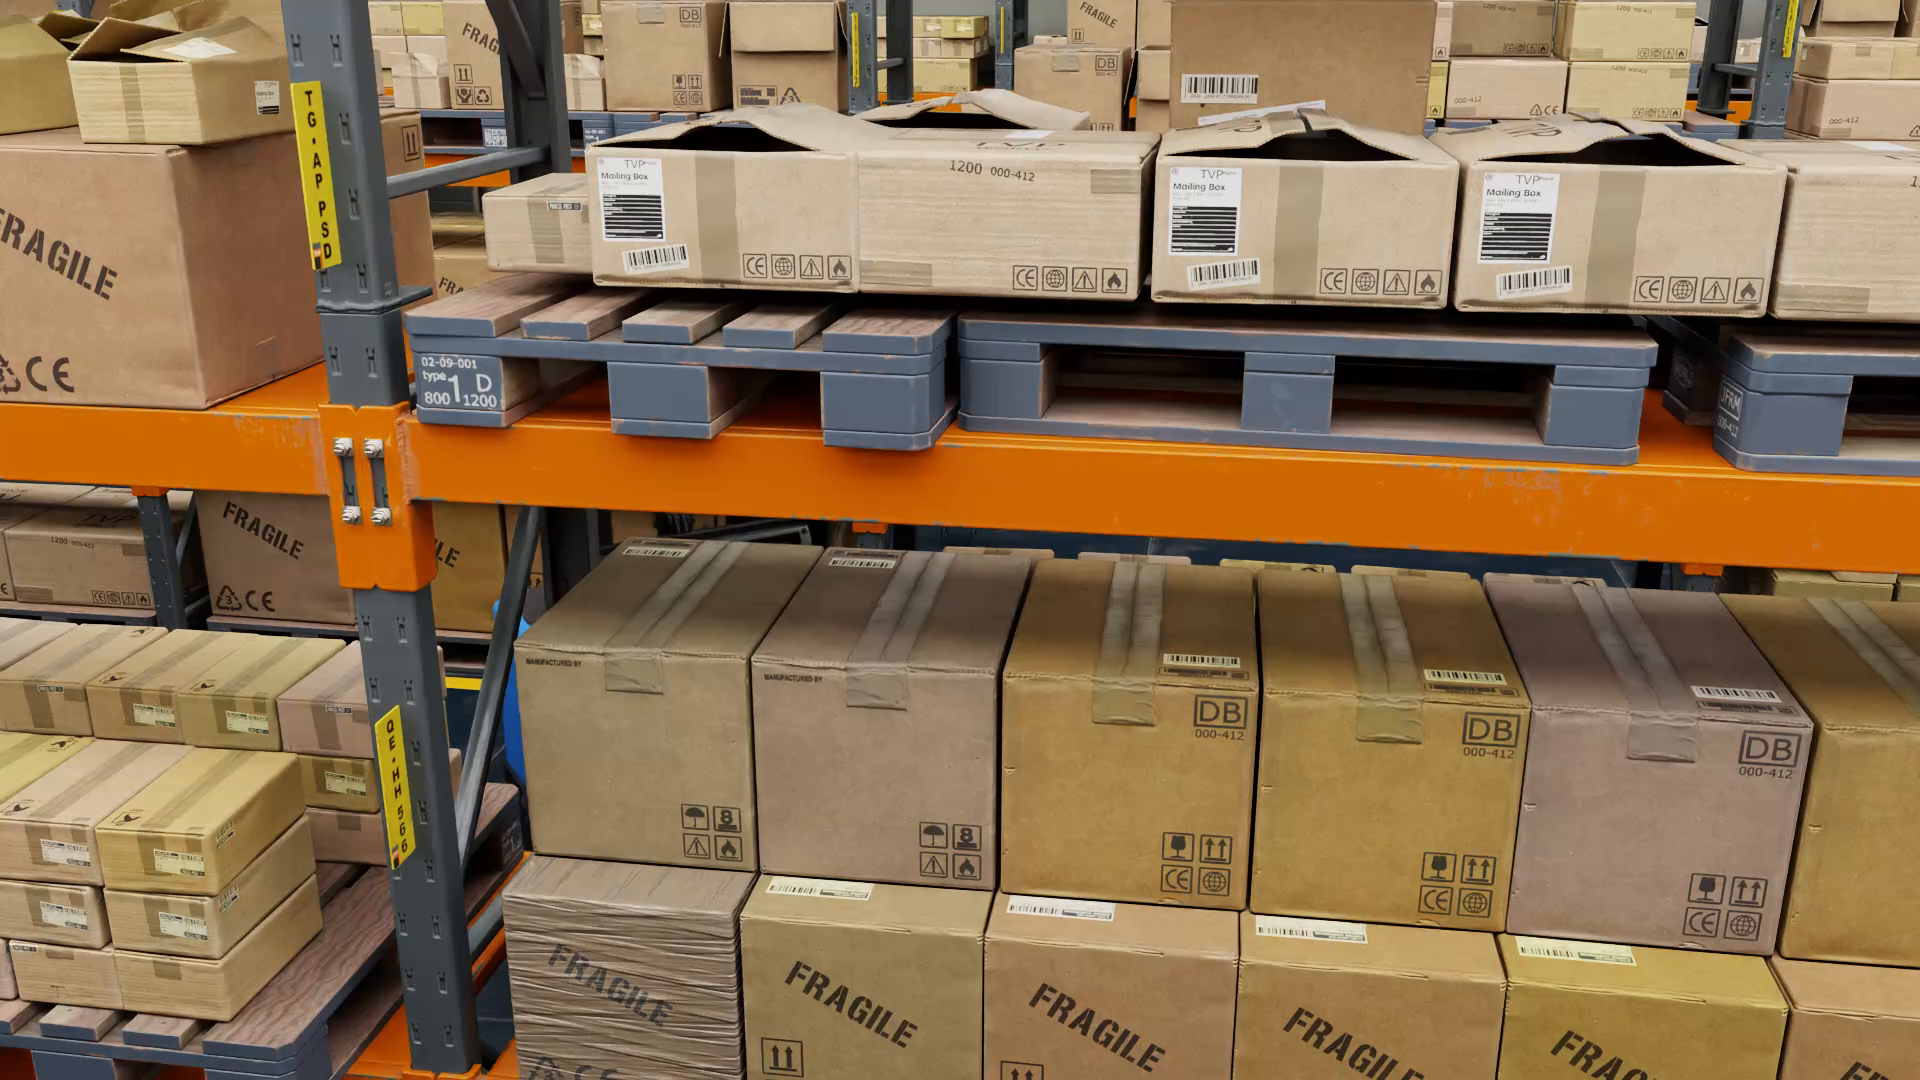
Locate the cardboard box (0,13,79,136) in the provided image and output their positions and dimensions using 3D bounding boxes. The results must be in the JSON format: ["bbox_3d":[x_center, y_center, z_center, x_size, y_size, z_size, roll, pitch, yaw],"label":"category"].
[{"bbox_3d":[-2.016,-0.950,3.323,0.258,0.266,0.396,3,19,9],"label":"cardboard box"}]

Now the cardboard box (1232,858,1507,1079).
[{"bbox_3d":[0.825,0.979,3.492,0.500,0.500,0.500,3,19,8],"label":"cardboard box"}]

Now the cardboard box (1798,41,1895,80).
[{"bbox_3d":[3.827,-2.075,7.188,0.250,0.149,0.380,3,19,8],"label":"cardboard box"}]

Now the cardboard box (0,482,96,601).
[{"bbox_3d":[-5.818,-0.008,9.976,0.875,0.438,0.875,2,19,7],"label":"cardboard box"}]

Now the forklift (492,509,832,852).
[{"bbox_3d":[-0.871,0.198,6.093,1.130,2.935,3.031,-10,21,-28],"label":"forklift"}]

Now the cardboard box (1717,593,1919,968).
[{"bbox_3d":[1.883,0.475,3.424,0.500,0.500,0.700,3,19,8],"label":"cardboard box"}]

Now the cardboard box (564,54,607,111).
[{"bbox_3d":[-1.797,-2.230,8.064,0.258,0.266,0.396,2,19,7],"label":"cardboard box"}]

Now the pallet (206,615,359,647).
[{"bbox_3d":[-3.557,0.424,9.704,1.213,0.211,1.003,3,19,9],"label":"pallet"}]

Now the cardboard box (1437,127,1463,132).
[{"bbox_3d":[1.069,-0.721,3.397,0.258,0.266,0.396,3,19,9],"label":"cardboard box"}]

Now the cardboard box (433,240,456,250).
[{"bbox_3d":[-2.941,-1.280,8.669,0.500,0.500,0.500,2,19,7],"label":"cardboard box"}]

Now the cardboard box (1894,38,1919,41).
[{"bbox_3d":[4.427,-2.215,7.608,0.250,0.149,0.380,3,19,10],"label":"cardboard box"}]

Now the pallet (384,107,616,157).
[{"bbox_3d":[-2.130,-2.117,8.472,1.213,0.211,1.003,4,19,11],"label":"pallet"}]

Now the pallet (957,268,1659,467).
[{"bbox_3d":[0.682,-0.419,3.397,1.213,0.211,1.003,4,19,11],"label":"pallet"}]

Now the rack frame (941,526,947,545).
[{"bbox_3d":[-0.108,-0.432,11.177,0.006,0.900,0.240,3,19,9],"label":"rack frame"}]

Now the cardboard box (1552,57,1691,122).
[{"bbox_3d":[2.968,-2.046,7.537,0.500,0.250,0.500,3,19,8],"label":"cardboard box"}]

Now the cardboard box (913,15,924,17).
[{"bbox_3d":[-0.407,-4.088,13.207,0.250,0.149,0.380,3,19,8],"label":"cardboard box"}]

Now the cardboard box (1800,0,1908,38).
[{"bbox_3d":[6.258,-3.654,11.785,0.637,0.503,0.797,4,19,10],"label":"cardboard box"}]

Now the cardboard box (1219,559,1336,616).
[{"bbox_3d":[1.652,0.440,8.739,0.625,0.372,0.950,4,19,10],"label":"cardboard box"}]

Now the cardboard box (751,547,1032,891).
[{"bbox_3d":[-0.126,0.372,3.729,0.500,0.500,0.700,3,19,8],"label":"cardboard box"}]

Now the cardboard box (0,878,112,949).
[{"bbox_3d":[-1.891,0.727,3.668,0.250,0.149,0.380,4,19,11],"label":"cardboard box"}]

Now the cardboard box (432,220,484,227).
[{"bbox_3d":[-4.089,-2.488,13.780,0.500,0.250,0.500,3,19,10],"label":"cardboard box"}]

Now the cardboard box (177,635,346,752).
[{"bbox_3d":[-1.758,0.384,4.223,0.250,0.149,0.380,2,19,7],"label":"cardboard box"}]

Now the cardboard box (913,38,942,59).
[{"bbox_3d":[-0.239,-3.770,12.724,0.250,0.149,0.380,2,19,7],"label":"cardboard box"}]

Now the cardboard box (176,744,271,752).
[{"bbox_3d":[-1.781,0.522,4.281,0.250,0.149,0.380,4,19,11],"label":"cardboard box"}]

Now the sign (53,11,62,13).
[{"bbox_3d":[-4.417,-2.445,8.217,0.005,0.325,0.100,3,19,9],"label":"sign"}]

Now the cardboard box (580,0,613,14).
[{"bbox_3d":[-2.968,-4.360,13.333,0.258,0.266,0.396,3,19,9],"label":"cardboard box"}]

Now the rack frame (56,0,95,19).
[{"bbox_3d":[-4.331,-3.759,8.355,0.127,3.000,1.000,3,19,9],"label":"rack frame"}]

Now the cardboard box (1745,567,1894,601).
[{"bbox_3d":[4.107,0.352,8.013,0.500,0.500,0.500,4,19,11],"label":"cardboard box"}]

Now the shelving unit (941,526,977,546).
[{"bbox_3d":[-0.008,-0.427,11.162,0.210,0.900,0.258,3,19,9],"label":"shelving unit"}]

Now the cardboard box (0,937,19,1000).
[{"bbox_3d":[-2.126,0.857,3.750,0.250,0.149,0.380,3,19,10],"label":"cardboard box"}]

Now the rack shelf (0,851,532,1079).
[{"bbox_3d":[-3.042,1.084,4.471,4.000,0.370,1.077,3,19,9],"label":"rack shelf"}]

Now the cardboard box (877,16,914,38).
[{"bbox_3d":[-0.498,-3.918,12.697,0.250,0.149,0.380,2,19,7],"label":"cardboard box"}]

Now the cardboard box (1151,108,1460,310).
[{"bbox_3d":[0.614,-0.627,3.044,0.500,0.311,0.500,3,19,8],"label":"cardboard box"}]

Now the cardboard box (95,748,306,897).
[{"bbox_3d":[-1.624,0.600,3.579,0.250,0.149,0.380,2,19,6],"label":"cardboard box"}]

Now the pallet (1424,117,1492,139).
[{"bbox_3d":[1.951,-1.960,8.004,1.003,0.211,1.213,3,19,9],"label":"pallet"}]

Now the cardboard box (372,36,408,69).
[{"bbox_3d":[-4.578,-3.930,13.363,0.500,0.250,0.500,2,19,7],"label":"cardboard box"}]

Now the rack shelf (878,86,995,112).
[{"bbox_3d":[-1.573,-3.450,13.293,4.000,0.370,1.077,3,19,9],"label":"rack shelf"}]

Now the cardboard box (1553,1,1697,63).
[{"bbox_3d":[2.975,-2.288,7.474,0.500,0.250,0.500,3,19,10],"label":"cardboard box"}]

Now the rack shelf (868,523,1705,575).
[{"bbox_3d":[1.593,-0.271,8.519,4.000,0.370,1.077,3,19,9],"label":"rack shelf"}]

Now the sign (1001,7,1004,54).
[{"bbox_3d":[0.314,-3.766,12.288,0.005,0.325,0.100,3,19,9],"label":"sign"}]

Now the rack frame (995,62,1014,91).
[{"bbox_3d":[0.402,-2.268,13.354,0.127,3.000,1.000,3,19,9],"label":"rack frame"}]

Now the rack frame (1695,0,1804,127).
[{"bbox_3d":[3.568,-3.356,7.152,0.127,3.000,1.000,3,19,9],"label":"rack frame"}]

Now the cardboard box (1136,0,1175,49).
[{"bbox_3d":[1.593,-3.877,12.460,0.500,0.500,0.700,3,19,8],"label":"cardboard box"}]

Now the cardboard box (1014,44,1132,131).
[{"bbox_3d":[0.553,-2.132,8.062,0.500,0.500,0.700,3,19,9],"label":"cardboard box"}]

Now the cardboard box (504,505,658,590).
[{"bbox_3d":[-1.930,-0.011,9.296,0.875,0.875,0.875,3,19,9],"label":"cardboard box"}]
